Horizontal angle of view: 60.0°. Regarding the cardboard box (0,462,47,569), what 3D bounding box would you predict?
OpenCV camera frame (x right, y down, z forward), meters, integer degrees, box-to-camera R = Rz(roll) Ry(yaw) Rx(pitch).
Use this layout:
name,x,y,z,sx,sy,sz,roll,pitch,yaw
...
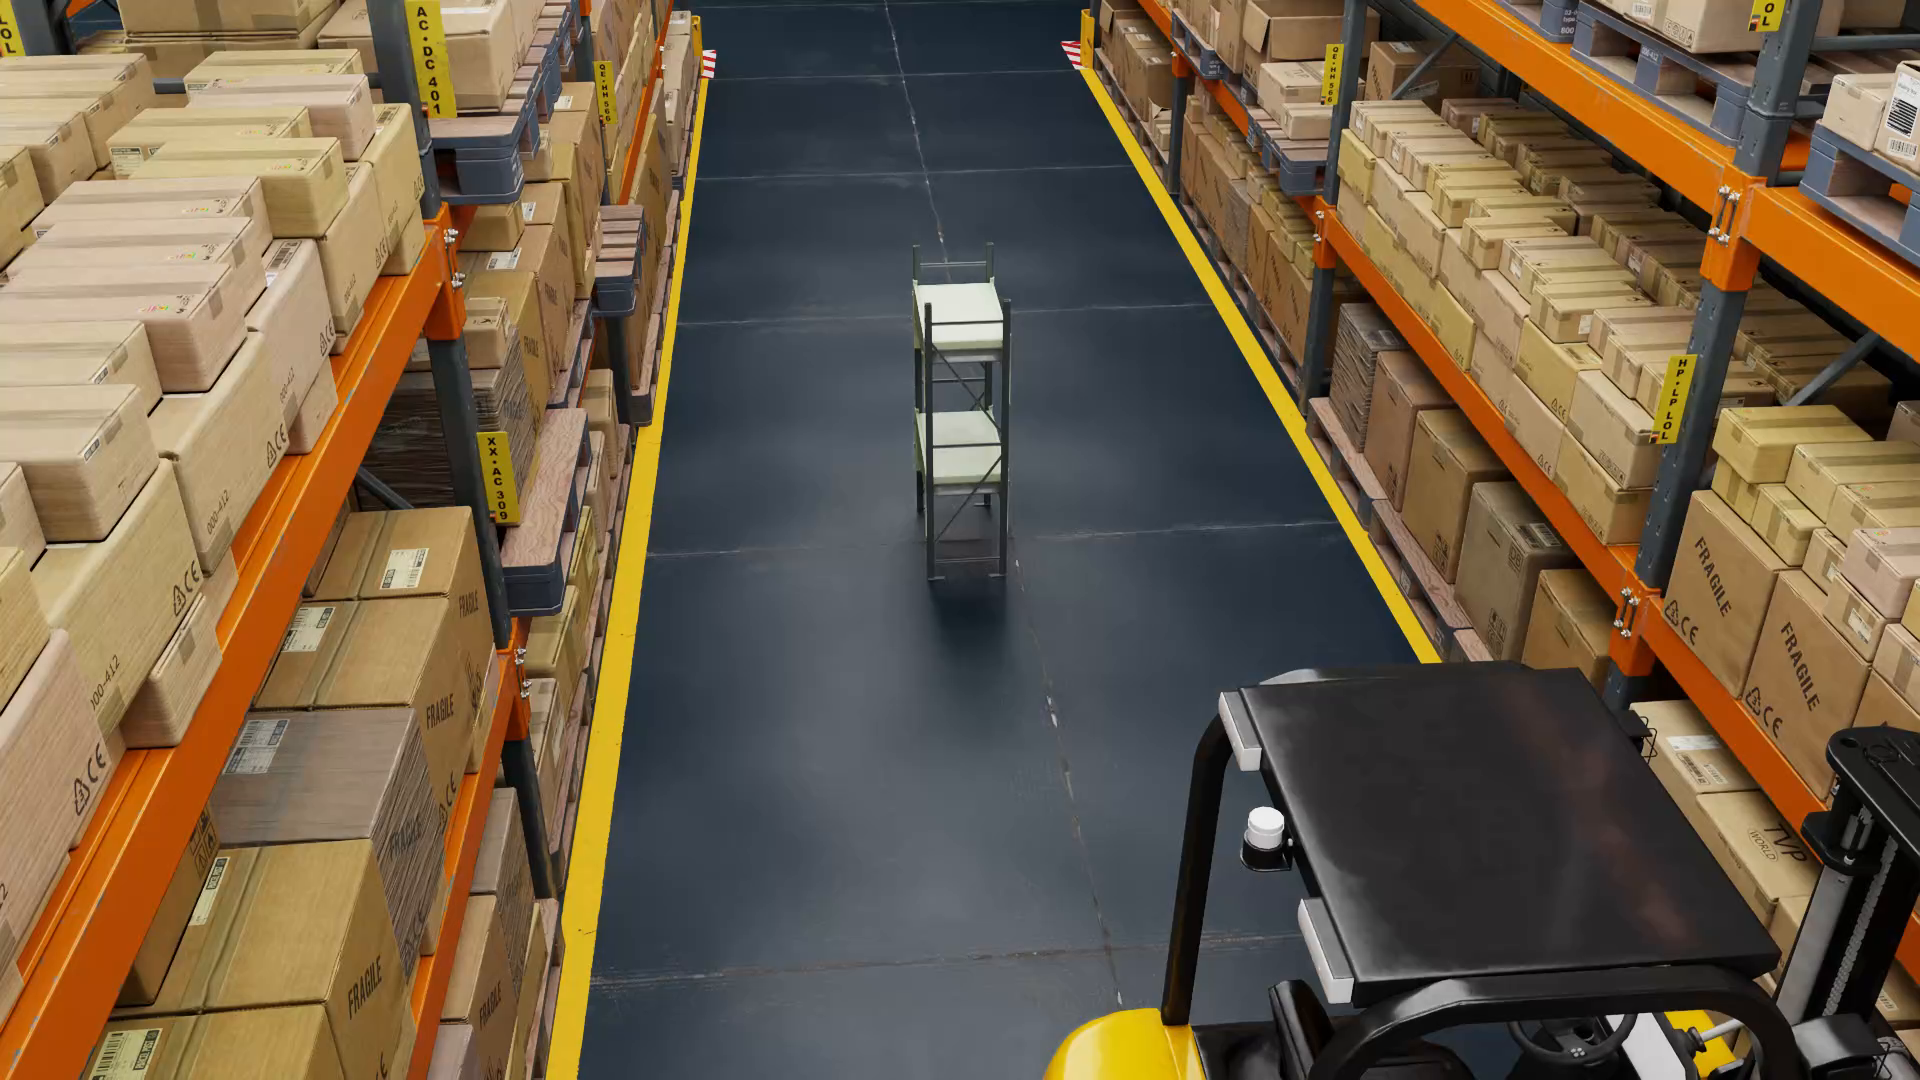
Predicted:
name,x,y,z,sx,sy,sz,roll,pitch,yaw
cardboard box,-1.542,0.020,2.333,0.380,0.149,0.250,-3,31,-5

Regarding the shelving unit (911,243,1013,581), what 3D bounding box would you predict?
name,x,y,z,sx,sy,sz,roll,pitch,yaw
shelving unit,0.001,-0.640,8.360,0.431,1.500,0.755,-3,31,-5

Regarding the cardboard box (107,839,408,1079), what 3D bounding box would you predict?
name,x,y,z,sx,sy,sz,roll,pitch,yaw
cardboard box,-1.567,1.036,3.702,0.500,0.500,0.500,-3,31,-6

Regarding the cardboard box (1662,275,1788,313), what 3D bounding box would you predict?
name,x,y,z,sx,sy,sz,roll,pitch,yaw
cardboard box,3.066,-0.944,6.675,0.380,0.149,0.250,-3,31,-5

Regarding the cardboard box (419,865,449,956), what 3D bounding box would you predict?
name,x,y,z,sx,sy,sz,roll,pitch,yaw
cardboard box,-1.585,0.979,4.430,0.380,0.149,0.250,-3,31,-5

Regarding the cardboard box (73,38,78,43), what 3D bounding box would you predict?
name,x,y,z,sx,sy,sz,roll,pitch,yaw
cardboard box,-8.200,-4.427,15.027,0.380,0.149,0.250,-2,31,-4

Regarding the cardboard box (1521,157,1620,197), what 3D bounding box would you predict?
name,x,y,z,sx,sy,sz,roll,pitch,yaw
cardboard box,2.922,-1.721,7.976,0.380,0.149,0.250,-3,31,-5

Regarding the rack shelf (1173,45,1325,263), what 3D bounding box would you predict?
name,x,y,z,sx,sy,sz,roll,pitch,yaw
rack shelf,2.365,-2.791,11.198,1.077,0.370,4.000,-3,31,-5

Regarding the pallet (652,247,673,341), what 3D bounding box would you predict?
name,x,y,z,sx,sy,sz,roll,pitch,yaw
pallet,-2.500,-1.669,11.338,1.003,0.211,1.213,-3,31,-5

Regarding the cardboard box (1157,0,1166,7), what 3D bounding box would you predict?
name,x,y,z,sx,sy,sz,roll,pitch,yaw
cardboard box,1.802,-4.427,13.481,0.380,0.149,0.250,-2,31,-3

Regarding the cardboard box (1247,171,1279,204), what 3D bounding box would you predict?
name,x,y,z,sx,sy,sz,roll,pitch,yaw
cardboard box,2.157,-2.382,11.209,0.380,0.149,0.250,-4,31,-7

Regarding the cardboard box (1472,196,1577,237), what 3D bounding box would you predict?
name,x,y,z,sx,sy,sz,roll,pitch,yaw
cardboard box,2.540,-1.436,7.499,0.380,0.149,0.250,-3,31,-5

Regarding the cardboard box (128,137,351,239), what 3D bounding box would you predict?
name,x,y,z,sx,sy,sz,roll,pitch,yaw
cardboard box,-1.579,-0.775,3.664,0.380,0.149,0.250,-2,31,-3

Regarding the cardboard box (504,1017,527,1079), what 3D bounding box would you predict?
name,x,y,z,sx,sy,sz,roll,pitch,yaw
cardboard box,-1.634,1.764,5.143,0.500,0.250,0.500,-4,31,-6

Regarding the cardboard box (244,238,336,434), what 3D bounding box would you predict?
name,x,y,z,sx,sy,sz,roll,pitch,yaw
cardboard box,-1.626,-0.416,3.452,0.500,0.250,0.500,-3,31,-5

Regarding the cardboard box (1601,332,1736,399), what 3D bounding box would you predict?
name,x,y,z,sx,sy,sz,roll,pitch,yaw
cardboard box,2.630,-0.652,6.187,0.380,0.149,0.250,-3,31,-5

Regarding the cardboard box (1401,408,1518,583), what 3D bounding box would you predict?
name,x,y,z,sx,sy,sz,roll,pitch,yaw
cardboard box,2.728,-0.243,8.138,0.875,0.625,0.625,-4,31,-7

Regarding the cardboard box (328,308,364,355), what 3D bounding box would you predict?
name,x,y,z,sx,sy,sz,roll,pitch,yaw
cardboard box,-1.699,-0.567,4.094,0.380,0.149,0.250,-2,31,-4

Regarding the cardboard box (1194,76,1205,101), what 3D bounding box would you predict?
name,x,y,z,sx,sy,sz,roll,pitch,yaw
cardboard box,2.007,-3.441,12.691,0.380,0.149,0.250,-3,31,-5

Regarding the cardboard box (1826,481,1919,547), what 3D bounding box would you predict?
name,x,y,z,sx,sy,sz,roll,pitch,yaw
cardboard box,2.807,-0.049,4.887,0.380,0.149,0.250,-3,31,-6

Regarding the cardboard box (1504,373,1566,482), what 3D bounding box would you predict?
name,x,y,z,sx,sy,sz,roll,pitch,yaw
cardboard box,2.565,-0.473,6.763,0.500,0.250,0.500,-3,31,-5

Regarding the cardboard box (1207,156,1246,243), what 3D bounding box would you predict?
name,x,y,z,sx,sy,sz,roll,pitch,yaw
cardboard box,2.101,-2.444,11.944,0.500,0.500,0.500,-4,31,-6

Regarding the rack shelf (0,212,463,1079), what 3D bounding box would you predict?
name,x,y,z,sx,sy,sz,roll,pitch,yaw
rack shelf,-1.830,0.246,3.190,1.077,0.370,4.000,-3,31,-5

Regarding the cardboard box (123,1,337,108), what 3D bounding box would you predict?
name,x,y,z,sx,sy,sz,roll,pitch,yaw
cardboard box,-2.215,-1.491,5.133,0.500,0.250,0.500,-3,31,-6

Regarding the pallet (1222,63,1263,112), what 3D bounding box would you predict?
name,x,y,z,sx,sy,sz,roll,pitch,yaw
pallet,2.365,-2.989,11.016,1.003,0.211,1.213,-3,31,-5

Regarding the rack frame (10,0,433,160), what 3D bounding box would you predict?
name,x,y,z,sx,sy,sz,roll,pitch,yaw
rack frame,-2.016,-2.372,3.946,1.000,3.000,0.127,-3,31,-5

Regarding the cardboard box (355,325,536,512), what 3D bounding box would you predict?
name,x,y,z,sx,sy,sz,roll,pitch,yaw
cardboard box,-1.775,-0.400,5.698,0.500,0.500,0.500,-2,31,-3

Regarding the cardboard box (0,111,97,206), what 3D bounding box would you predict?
name,x,y,z,sx,sy,sz,roll,pitch,yaw
cardboard box,-2.243,-0.876,3.833,0.380,0.149,0.250,-4,31,-6

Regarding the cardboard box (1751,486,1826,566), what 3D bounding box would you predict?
name,x,y,z,sx,sy,sz,roll,pitch,yaw
cardboard box,2.719,-0.050,5.179,0.380,0.149,0.250,-2,31,-3

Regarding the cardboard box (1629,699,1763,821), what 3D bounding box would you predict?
name,x,y,z,sx,sy,sz,roll,pitch,yaw
cardboard box,2.658,0.797,5.788,0.500,0.250,0.500,-3,31,-5

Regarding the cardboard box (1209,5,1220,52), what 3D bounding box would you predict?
name,x,y,z,sx,sy,sz,roll,pitch,yaw
cardboard box,1.926,-3.515,11.432,0.396,0.266,0.258,-1,31,-2

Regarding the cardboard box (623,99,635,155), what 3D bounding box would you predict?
name,x,y,z,sx,sy,sz,roll,pitch,yaw
cardboard box,-2.294,-2.566,10.266,0.500,0.250,0.500,-2,31,-3

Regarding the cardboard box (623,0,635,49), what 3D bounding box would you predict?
name,x,y,z,sx,sy,sz,roll,pitch,yaw
cardboard box,-2.325,-3.350,10.360,0.500,0.500,0.500,-2,31,-4

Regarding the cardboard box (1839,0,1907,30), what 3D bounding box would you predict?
name,x,y,z,sx,sy,sz,roll,pitch,yaw
cardboard box,3.041,-1.882,5.789,0.380,0.149,0.250,-3,31,-5

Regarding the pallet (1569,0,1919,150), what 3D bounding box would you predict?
name,x,y,z,sx,sy,sz,roll,pitch,yaw
pallet,2.830,-1.692,5.918,0.805,0.209,1.217,-4,31,-7

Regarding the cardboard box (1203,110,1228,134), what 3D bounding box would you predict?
name,x,y,z,sx,sy,sz,roll,pitch,yaw
cardboard box,2.049,-3.173,12.532,0.380,0.149,0.250,-4,31,-6

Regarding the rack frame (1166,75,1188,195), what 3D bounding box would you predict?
name,x,y,z,sx,sy,sz,roll,pitch,yaw
rack frame,2.178,-4.121,12.723,1.000,3.000,0.127,-3,31,-5

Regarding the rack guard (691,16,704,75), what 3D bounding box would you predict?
name,x,y,z,sx,sy,sz,roll,pitch,yaw
rack guard,-3.140,-4.862,16.403,1.175,0.500,0.348,-3,31,-5

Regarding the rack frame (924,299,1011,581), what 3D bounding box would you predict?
name,x,y,z,sx,sy,sz,roll,pitch,yaw
rack frame,0.035,-0.454,8.047,0.400,1.500,0.023,-3,31,-5

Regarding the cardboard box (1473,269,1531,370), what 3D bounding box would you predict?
name,x,y,z,sx,sy,sz,roll,pitch,yaw
cardboard box,2.528,-0.948,7.071,0.500,0.250,0.500,-2,31,-4

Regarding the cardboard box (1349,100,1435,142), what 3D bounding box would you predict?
name,x,y,z,sx,sy,sz,roll,pitch,yaw
cardboard box,2.288,-2.223,8.816,0.380,0.149,0.250,-2,31,-3

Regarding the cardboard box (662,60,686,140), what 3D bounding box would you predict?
name,x,y,z,sx,sy,sz,roll,pitch,yaw
cardboard box,-2.800,-3.744,14.182,0.875,0.438,0.875,-4,31,-6

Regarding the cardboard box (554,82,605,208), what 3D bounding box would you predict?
name,x,y,z,sx,sy,sz,roll,pitch,yaw
cardboard box,-2.071,-1.971,8.327,0.500,0.500,0.500,-4,31,-6

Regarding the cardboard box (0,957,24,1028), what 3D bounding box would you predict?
name,x,y,z,sx,sy,sz,roll,pitch,yaw
cardboard box,-1.455,0.614,2.116,0.380,0.149,0.250,-2,31,-3

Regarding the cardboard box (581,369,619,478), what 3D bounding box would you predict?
name,x,y,z,sx,sy,sz,roll,pitch,yaw
cardboard box,-2.347,-0.602,8.986,0.950,0.372,0.625,-5,31,-8

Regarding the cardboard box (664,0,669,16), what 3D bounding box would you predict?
name,x,y,z,sx,sy,sz,roll,pitch,yaw
cardboard box,-2.590,-4.433,13.149,0.500,0.500,0.500,-3,31,-4

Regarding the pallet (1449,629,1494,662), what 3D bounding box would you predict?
name,x,y,z,sx,sy,sz,roll,pitch,yaw
pallet,2.818,0.787,7.227,1.003,0.211,1.213,-3,31,-5

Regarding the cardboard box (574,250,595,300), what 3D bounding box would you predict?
name,x,y,z,sx,sy,sz,roll,pitch,yaw
cardboard box,-1.905,-1.226,7.713,0.380,0.149,0.250,-2,31,-4

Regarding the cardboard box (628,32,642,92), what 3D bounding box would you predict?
name,x,y,z,sx,sy,sz,roll,pitch,yaw
cardboard box,-2.307,-3.038,10.570,0.500,0.250,0.500,-2,31,-4

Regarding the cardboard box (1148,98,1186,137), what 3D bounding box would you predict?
name,x,y,z,sx,sy,sz,roll,pitch,yaw
cardboard box,1.800,-3.580,14.075,0.396,0.266,0.258,-2,31,-3

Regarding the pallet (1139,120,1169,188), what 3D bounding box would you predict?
name,x,y,z,sx,sy,sz,roll,pitch,yaw
pallet,2.115,-3.274,14.026,1.003,0.211,1.213,-3,31,-5

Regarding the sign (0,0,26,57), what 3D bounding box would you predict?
name,x,y,z,sx,sy,sz,roll,pitch,yaw
sign,-2.569,-1.447,4.434,0.100,0.325,0.005,-3,31,-5
